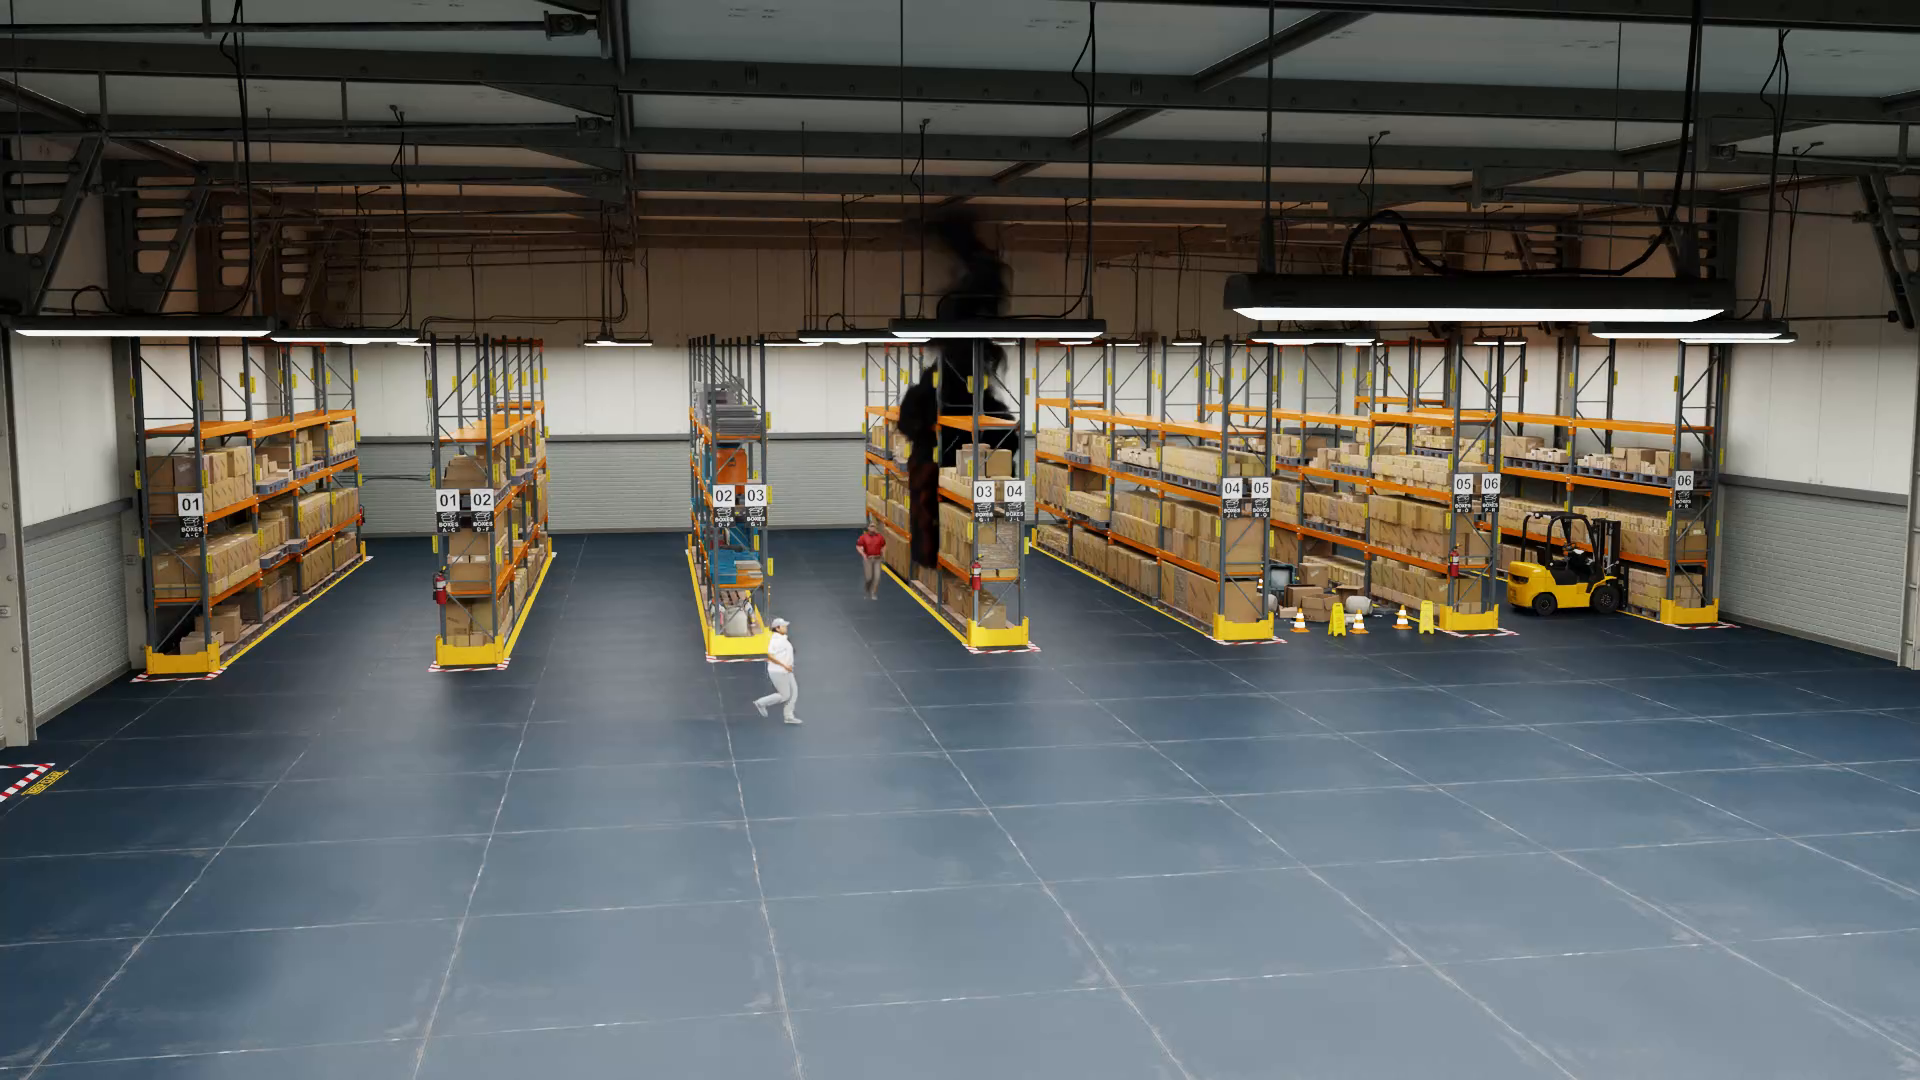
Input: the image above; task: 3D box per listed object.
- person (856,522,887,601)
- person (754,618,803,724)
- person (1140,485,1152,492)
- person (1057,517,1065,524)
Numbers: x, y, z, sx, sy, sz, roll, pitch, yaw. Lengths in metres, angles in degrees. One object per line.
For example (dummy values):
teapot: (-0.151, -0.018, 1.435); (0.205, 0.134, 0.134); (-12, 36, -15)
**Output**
person: (-1.888, 0.481, 36.074); (0.658, 1.724, 0.580); (-2, 7, -15)
person: (-2.772, 2.003, 25.440); (0.726, 1.628, 0.625); (1, 7, 6)
person: (5.599, -0.969, 50.634); (0.899, 1.818, 0.656); (-1, 7, -7)
person: (3.145, -0.787, 50.073); (0.577, 1.532, 0.766); (2, 7, 20)
